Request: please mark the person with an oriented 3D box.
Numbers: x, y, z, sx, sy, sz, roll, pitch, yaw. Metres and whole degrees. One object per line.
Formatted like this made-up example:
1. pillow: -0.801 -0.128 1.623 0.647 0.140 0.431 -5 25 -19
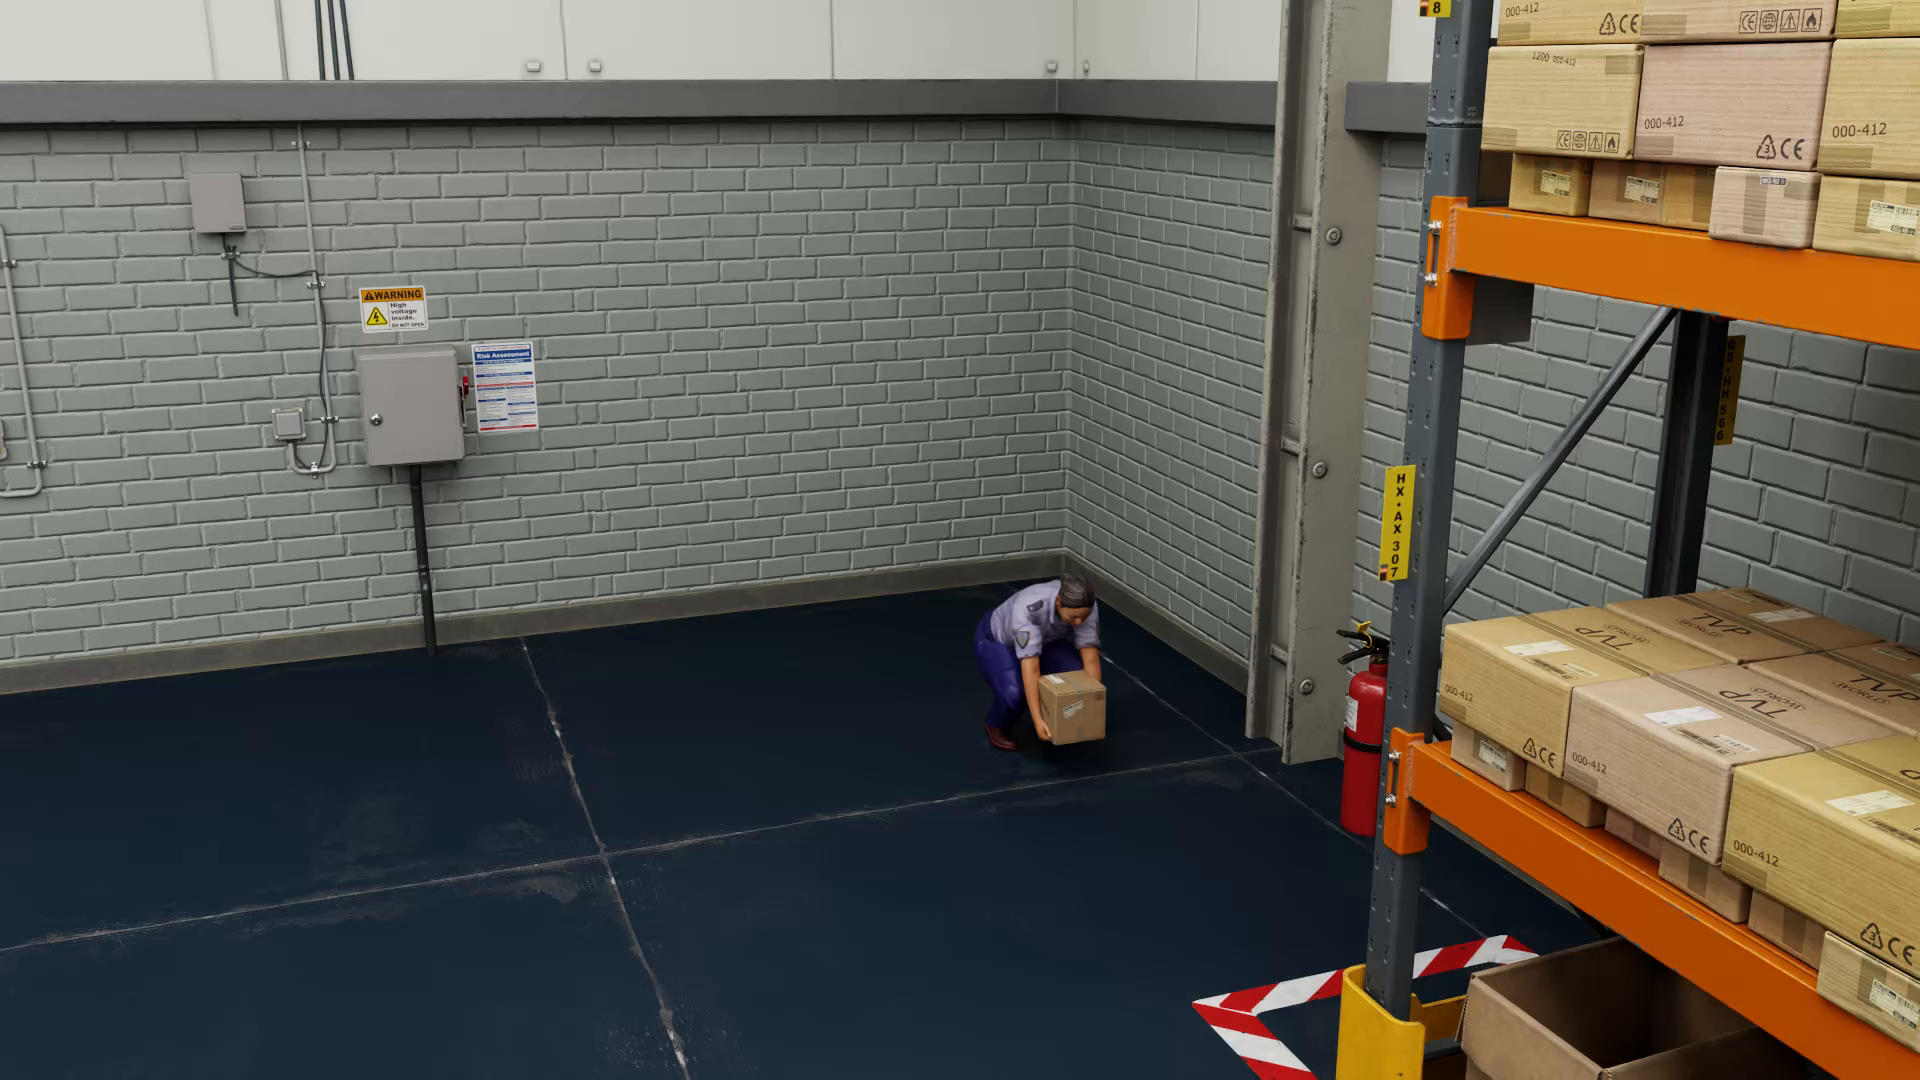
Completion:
1. person: 0.383 0.554 7.915 0.493 0.943 0.848 -6 17 -21
